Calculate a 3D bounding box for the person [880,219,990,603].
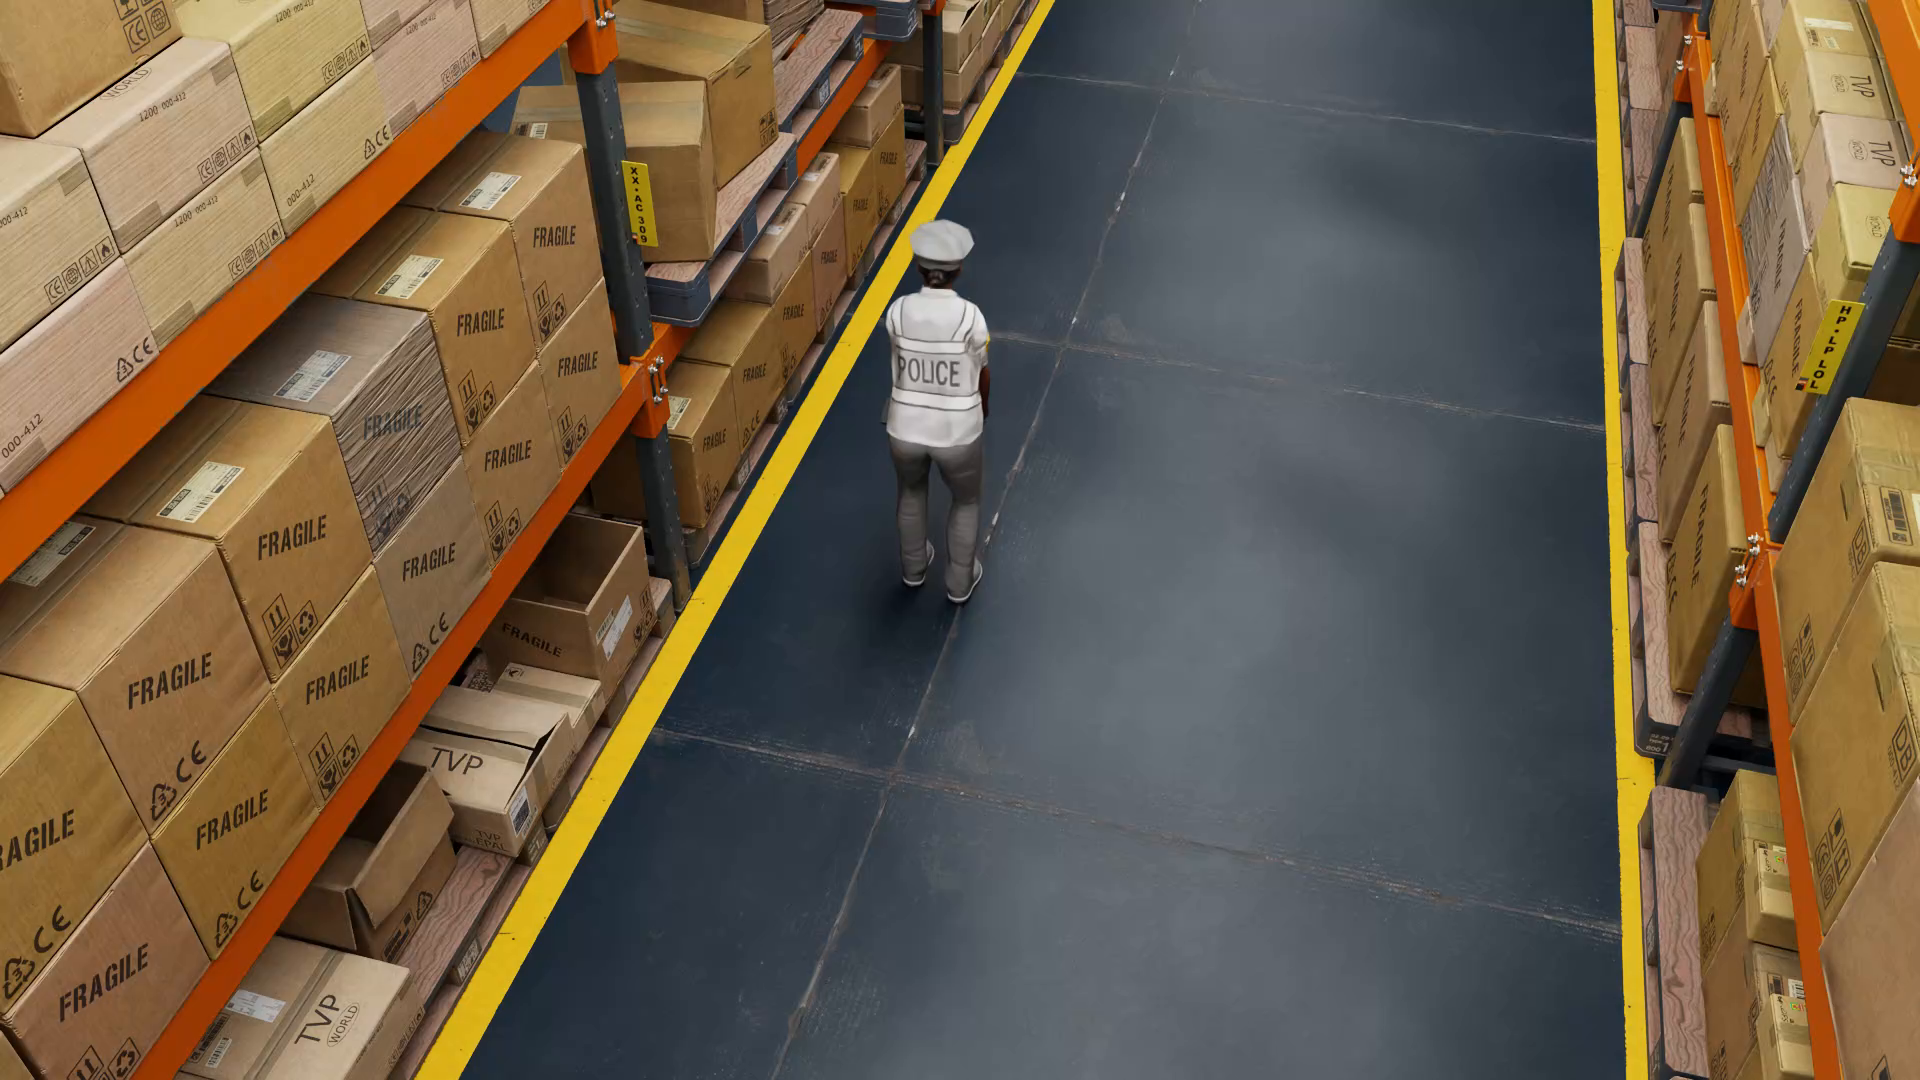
[{"bbox_3d":[-0.088,-0.480,6.744,0.413,1.622,0.563,8,42,9],"label":"person"}]
